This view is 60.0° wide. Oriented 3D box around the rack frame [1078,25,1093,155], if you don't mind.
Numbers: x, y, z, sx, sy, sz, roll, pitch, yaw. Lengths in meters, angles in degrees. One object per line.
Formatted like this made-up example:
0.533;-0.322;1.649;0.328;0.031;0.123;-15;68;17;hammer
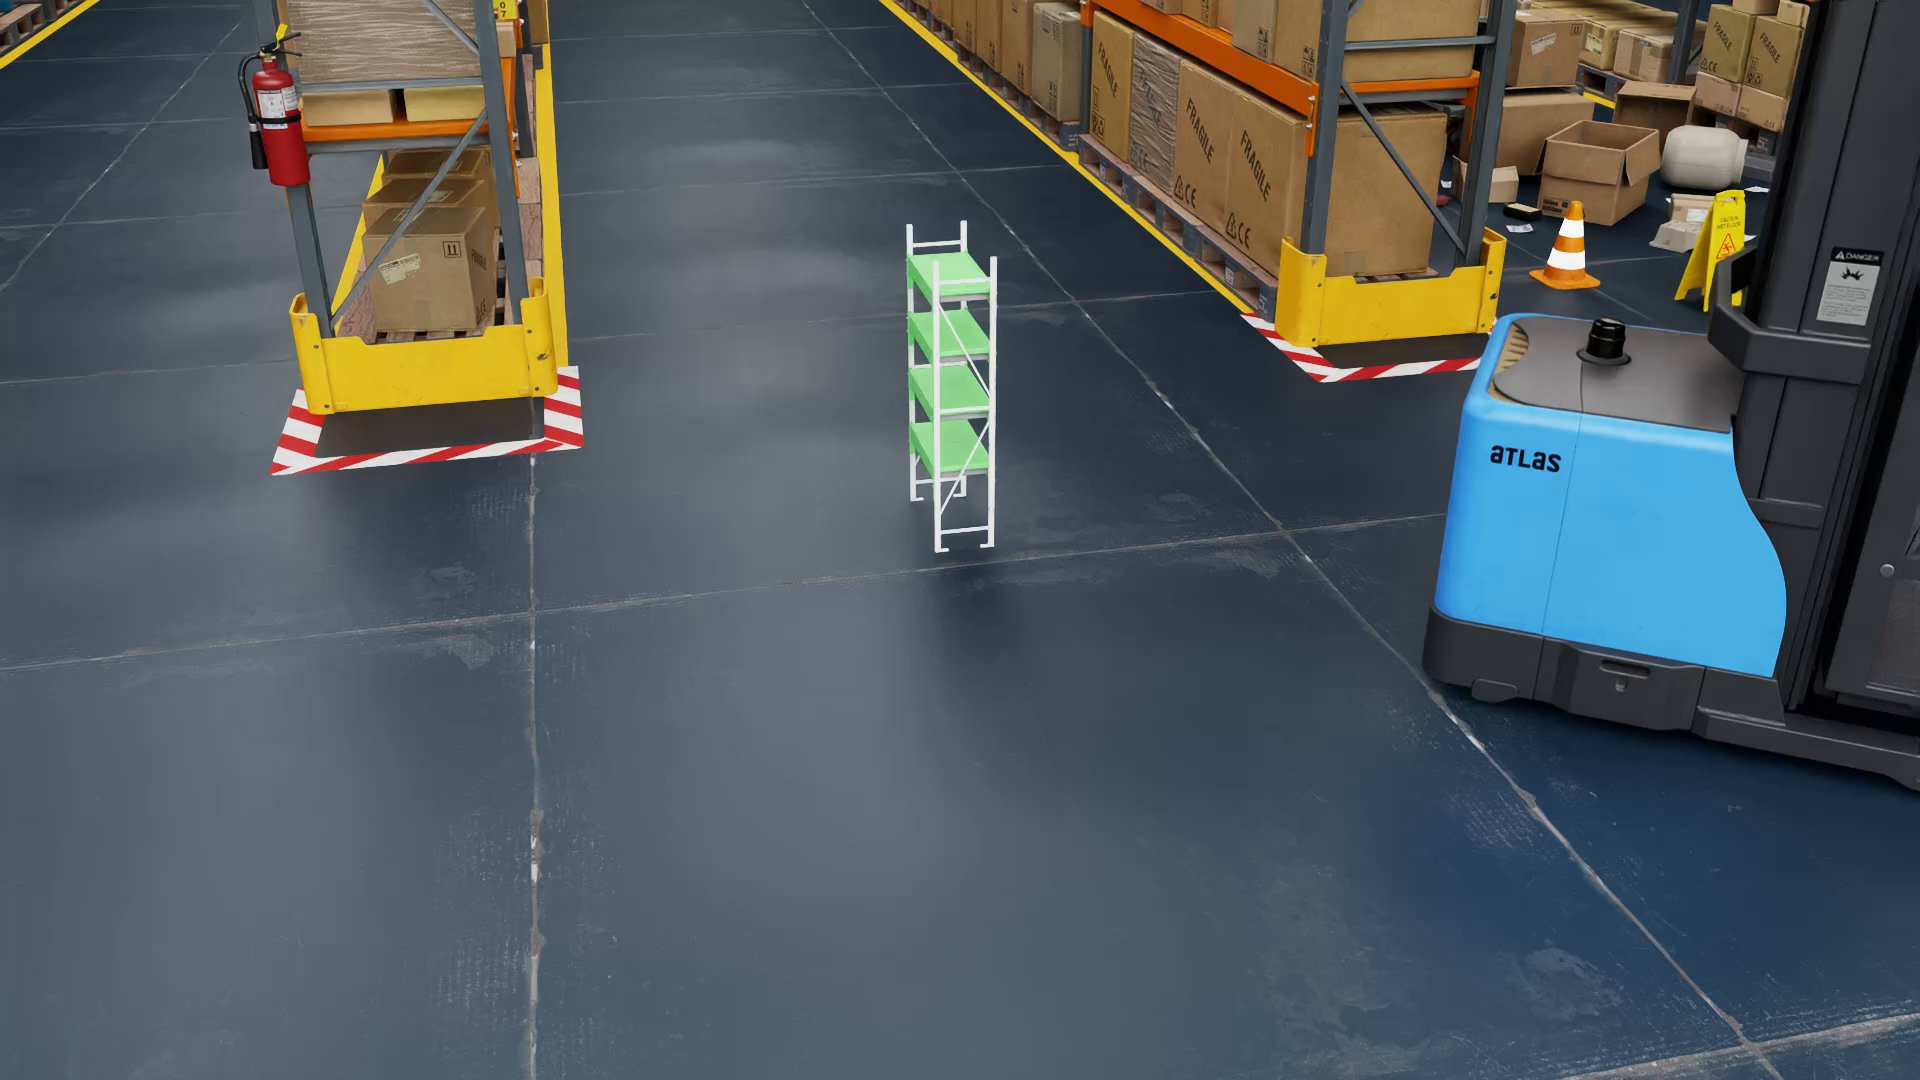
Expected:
1.390;-4.248;11.838;1.000;3.000;0.127;-6;27;-12;rack frame

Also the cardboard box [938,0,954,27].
0.085;-5.338;16.305;0.500;0.500;0.500;-6;27;-12;cardboard box

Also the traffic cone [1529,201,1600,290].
3.555;-1.737;9.678;0.336;0.463;0.334;-6;27;-12;traffic cone

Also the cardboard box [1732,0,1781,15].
6.029;-4.032;12.443;0.380;0.149;0.250;-6;27;-11;cardboard box

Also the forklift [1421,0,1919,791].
3.156;-0.732;4.948;3.031;2.935;1.130;11;29;20;forklift

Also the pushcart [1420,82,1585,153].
3.979;-3.371;13.010;1.648;0.377;0.936;-16;31;-29;pushcart

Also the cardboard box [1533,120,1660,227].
4.229;-2.439;11.023;0.637;0.503;0.797;19;32;32;cardboard box

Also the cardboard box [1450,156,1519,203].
3.571;-2.460;11.329;0.396;0.266;0.258;-1;27;-3;cardboard box

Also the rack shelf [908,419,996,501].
-0.037;-0.337;6.761;0.258;0.148;0.480;-6;27;-12;rack shelf

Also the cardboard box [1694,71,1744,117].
6.059;-3.469;12.879;0.500;0.250;0.500;-7;28;-14;cardboard box

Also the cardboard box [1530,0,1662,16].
5.745;-4.660;15.104;0.950;0.372;0.625;-5;27;-10;cardboard box

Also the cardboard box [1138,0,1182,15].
1.637;-3.666;10.518;0.875;0.550;0.550;-6;27;-12;cardboard box

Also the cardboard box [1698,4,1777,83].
6.059;-3.804;12.710;0.500;0.500;0.500;-5;27;-9;cardboard box

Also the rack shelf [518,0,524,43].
-3.916;-4.346;12.829;1.077;0.370;4.000;-6;27;-12;rack shelf

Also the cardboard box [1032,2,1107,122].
1.162;-3.695;12.772;1.050;0.750;0.750;-6;27;-12;cardboard box

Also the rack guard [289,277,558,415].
-2.581;-0.950;8.078;1.175;0.500;0.348;-6;27;-12;rack guard

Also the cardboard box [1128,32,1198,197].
1.670;-2.809;10.878;0.875;0.875;0.875;-6;27;-11;cardboard box

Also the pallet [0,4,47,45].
-9.961;-5.210;16.838;1.003;0.211;1.213;-6;27;-12;pallet

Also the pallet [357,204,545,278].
-3.001;-1.716;9.916;1.003;0.211;1.213;-6;27;-12;pallet

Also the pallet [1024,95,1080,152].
1.142;-3.334;13.122;1.003;0.211;1.213;-6;27;-12;pallet

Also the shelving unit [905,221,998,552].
-0.037;-0.608;6.624;0.258;1.200;0.503;-6;27;-12;shelving unit

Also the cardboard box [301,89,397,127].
-2.829;-2.025;7.712;0.380;0.149;0.250;-6;27;-12;cardboard box

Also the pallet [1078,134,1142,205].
1.485;-2.662;11.789;1.003;0.211;1.213;-6;27;-12;pallet

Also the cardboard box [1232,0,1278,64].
2.018;-2.957;9.112;0.875;0.550;0.550;-6;27;-12;cardboard box

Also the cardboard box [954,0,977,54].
0.538;-4.911;15.181;1.050;0.750;0.750;-6;27;-12;cardboard box

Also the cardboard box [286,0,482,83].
-2.661;-2.455;7.843;0.875;0.500;0.500;-6;27;-12;cardboard box

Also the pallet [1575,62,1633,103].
6.013;-3.892;14.227;1.003;0.211;1.213;-6;27;-12;pallet

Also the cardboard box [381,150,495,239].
-2.979;-1.916;9.525;0.500;0.500;0.500;-3;27;-7;cardboard box

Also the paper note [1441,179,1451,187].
3.479;-2.509;11.696;0.172;0.023;0.155;3;27;6;paper note

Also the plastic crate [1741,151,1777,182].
5.744;-2.719;12.049;0.402;0.080;0.583;-16;31;-29;plastic crate

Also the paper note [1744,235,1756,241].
4.939;-1.927;10.533;0.148;0.019;0.142;-16;31;-29;paper note

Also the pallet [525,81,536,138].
-3.921;-3.422;13.296;1.003;0.211;1.213;-6;27;-12;pallet

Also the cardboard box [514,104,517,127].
-3.672;-3.352;12.349;0.700;0.500;0.500;-6;27;-12;cardboard box

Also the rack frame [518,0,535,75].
-4.367;-5.545;14.407;1.000;3.000;0.127;-6;27;-12;rack frame

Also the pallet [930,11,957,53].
0.314;-5.103;16.625;1.003;0.211;1.213;-6;27;-12;pallet

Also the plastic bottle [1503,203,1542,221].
3.691;-2.175;10.991;0.133;0.061;0.283;-16;31;-29;plastic bottle

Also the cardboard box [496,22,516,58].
-2.640;-2.738;9.125;0.380;0.149;0.250;-6;27;-12;cardboard box

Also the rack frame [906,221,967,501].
-0.092;-0.715;6.836;0.240;1.200;0.015;-6;27;-12;rack frame

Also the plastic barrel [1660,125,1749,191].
5.151;-2.642;11.515;0.512;0.421;0.421;13;30;24;plastic barrel

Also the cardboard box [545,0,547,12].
-4.902;-5.869;16.940;1.225;0.875;0.875;-7;28;-13;cardboard box
